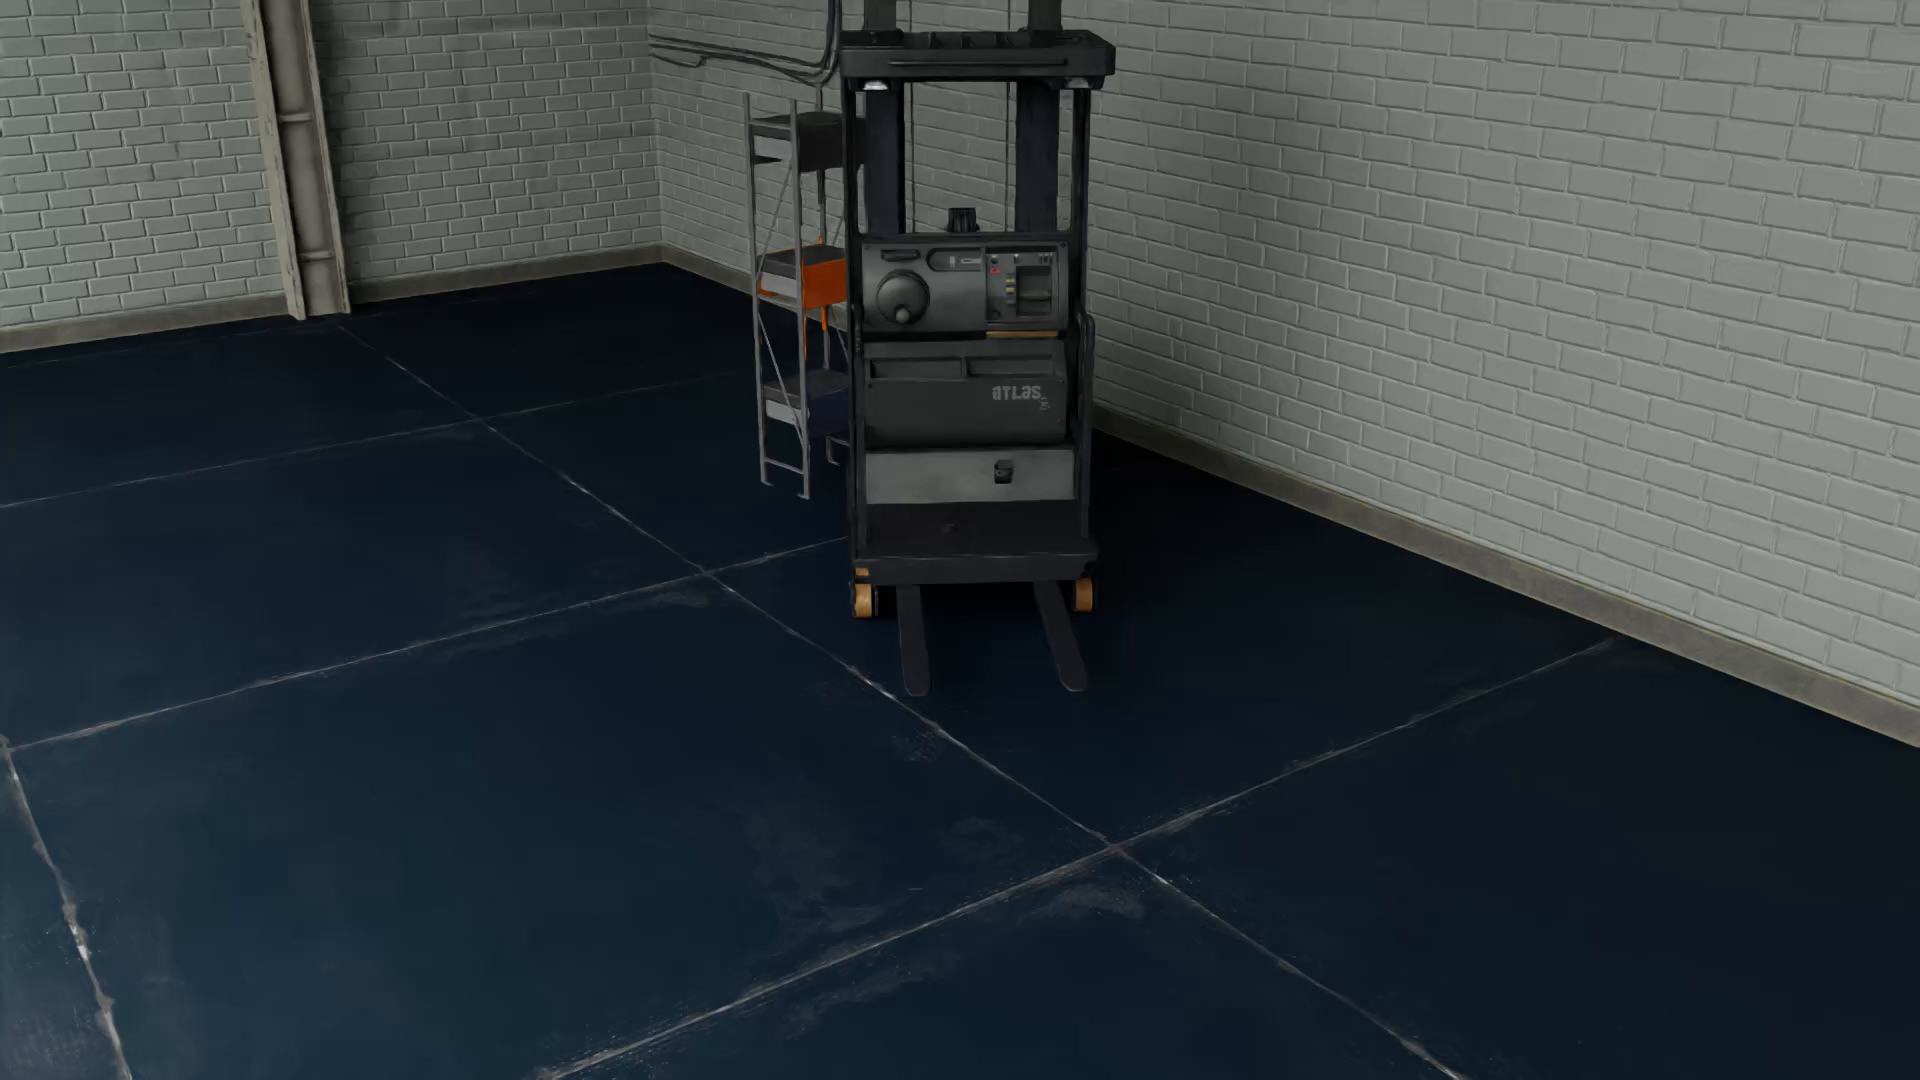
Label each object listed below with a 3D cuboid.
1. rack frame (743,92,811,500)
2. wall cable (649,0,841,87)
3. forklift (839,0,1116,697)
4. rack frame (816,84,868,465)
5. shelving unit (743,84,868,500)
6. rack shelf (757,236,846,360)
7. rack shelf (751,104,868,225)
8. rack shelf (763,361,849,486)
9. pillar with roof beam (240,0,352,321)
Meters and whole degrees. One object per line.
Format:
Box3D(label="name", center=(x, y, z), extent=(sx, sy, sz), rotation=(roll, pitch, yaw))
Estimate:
Box3D(label="rack frame", center=(-0.951, -1.242, 8.677), extent=(0.400, 2.100, 0.015), rotation=(20, 29, 40))
Box3D(label="wall cable", center=(-1.750, -4.720, 12.272), extent=(0.112, 2.526, 3.097), rotation=(-15, 26, -33))
Box3D(label="forklift", center=(0.043, -1.131, 7.276), extent=(1.130, 2.935, 3.031), rotation=(-1, 22, -4))
Box3D(label="rack frame", center=(-0.610, -1.372, 9.001), extent=(0.400, 2.100, 0.015), rotation=(20, 29, 40))
Box3D(label="shelving unit", center=(-0.781, -1.307, 8.839), extent=(0.431, 2.100, 0.503), rotation=(20, 29, 40))
Box3D(label="rack shelf", center=(-0.781, -1.294, 8.844), extent=(0.431, 0.518, 0.480), rotation=(20, 29, 40))
Box3D(label="rack shelf", center=(-0.781, -1.945, 8.584), extent=(0.431, 0.518, 0.480), rotation=(20, 29, 40))
Box3D(label="rack shelf", center=(-0.781, -0.644, 9.103), extent=(0.431, 0.518, 0.480), rotation=(20, 29, 40))
Box3D(label="pillar with roof beam", center=(-2.399, -4.627, 7.850), extent=(0.400, 9.000, 9.100), rotation=(-15, 26, -33))
